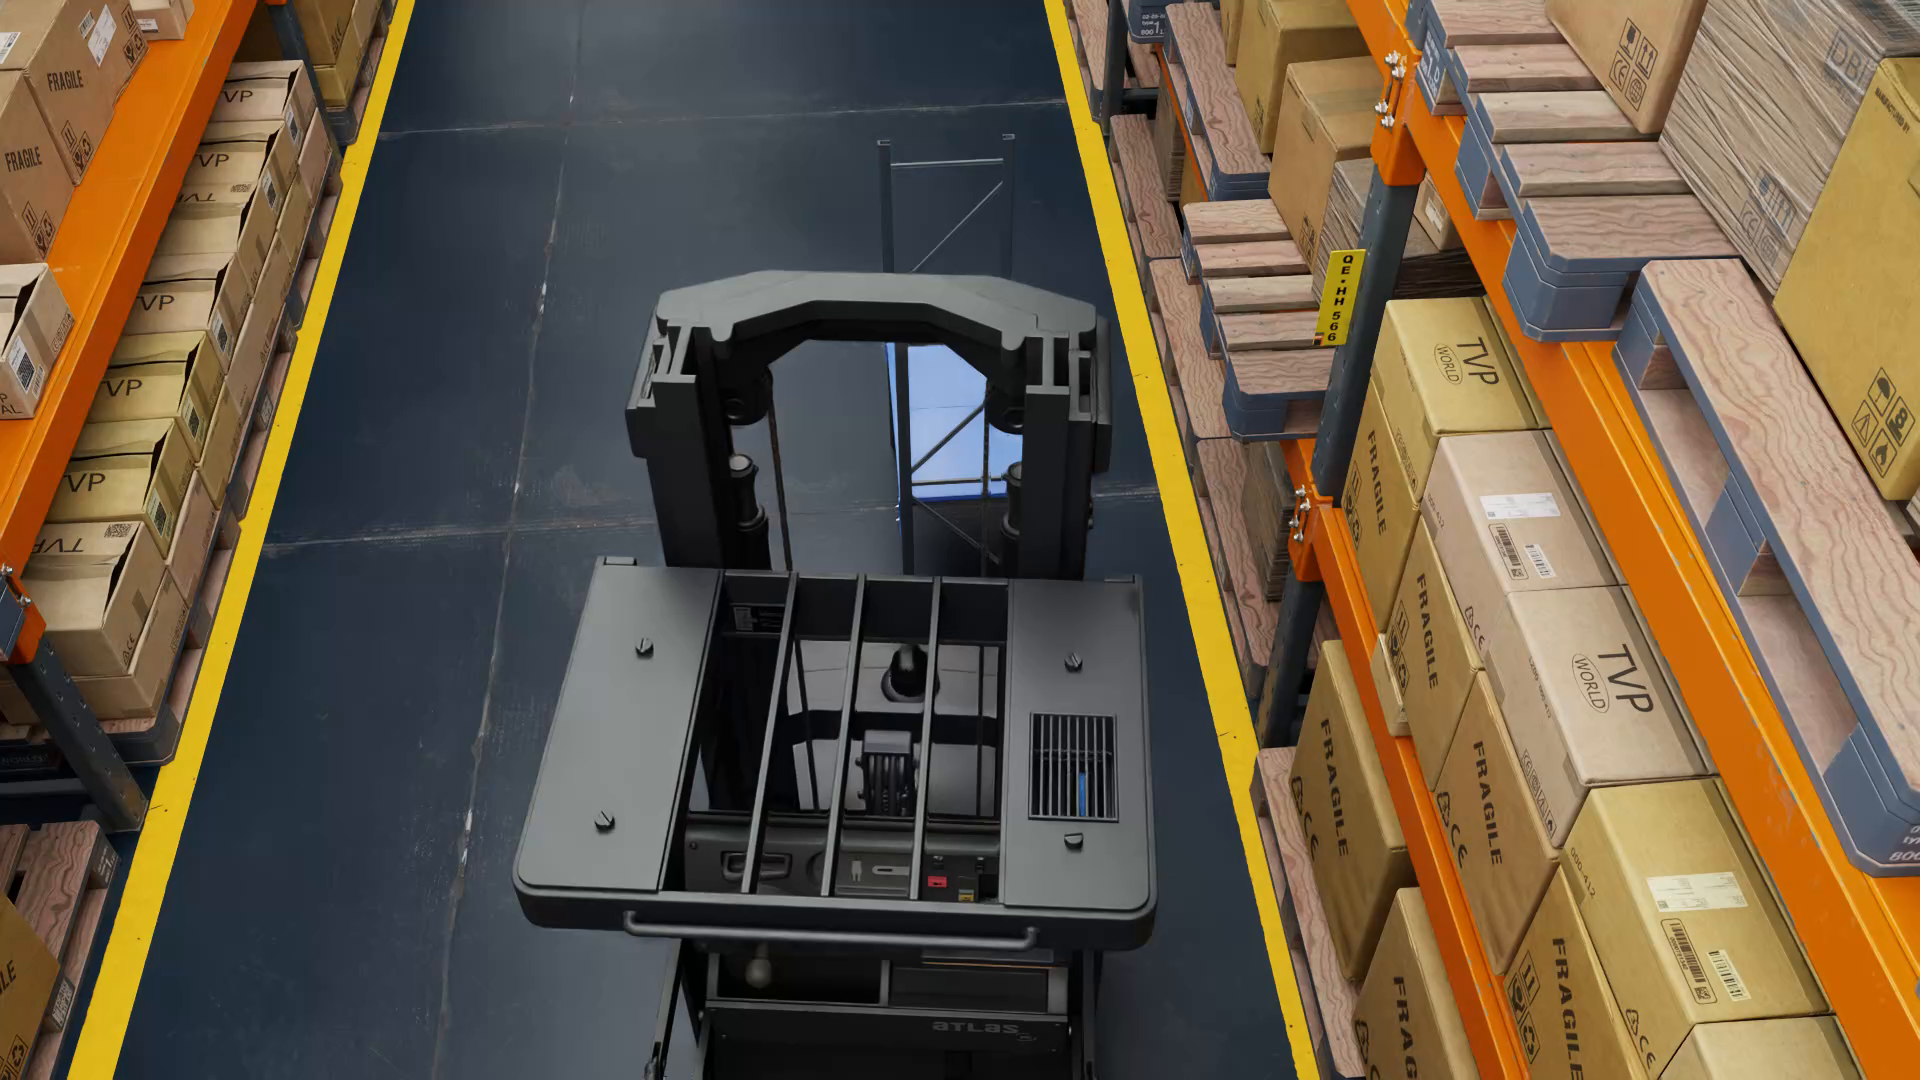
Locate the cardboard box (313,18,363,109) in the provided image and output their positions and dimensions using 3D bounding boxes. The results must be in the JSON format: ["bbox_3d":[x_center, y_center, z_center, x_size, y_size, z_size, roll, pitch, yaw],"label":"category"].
[{"bbox_3d":[-3.424,-2.474,8.632,0.500,0.250,0.500,-3,47,-3],"label":"cardboard box"}]

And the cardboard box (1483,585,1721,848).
[{"bbox_3d":[1.456,0.362,3.538,0.500,0.250,0.500,-3,47,-3],"label":"cardboard box"}]

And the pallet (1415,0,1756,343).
[{"bbox_3d":[1.690,-0.835,3.539,1.213,0.211,1.003,-2,47,-1],"label":"pallet"}]

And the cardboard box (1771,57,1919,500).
[{"bbox_3d":[1.811,-0.420,2.644,0.700,0.500,0.500,-1,47,-1],"label":"cardboard box"}]

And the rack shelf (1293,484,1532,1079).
[{"bbox_3d":[1.751,1.363,3.889,1.077,0.370,4.000,-3,47,-3],"label":"rack shelf"}]

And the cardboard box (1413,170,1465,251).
[{"bbox_3d":[1.525,-0.988,4.801,0.380,0.149,0.250,-9,47,-8],"label":"cardboard box"}]

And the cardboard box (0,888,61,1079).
[{"bbox_3d":[-3.040,1.343,4.831,0.500,0.500,0.500,-2,47,-2],"label":"cardboard box"}]

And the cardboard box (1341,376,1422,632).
[{"bbox_3d":[1.369,-0.108,4.499,0.500,0.500,0.500,-2,47,-2],"label":"cardboard box"}]

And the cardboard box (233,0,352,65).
[{"bbox_3d":[-3.414,-2.733,8.360,0.500,0.500,0.500,-3,47,-3],"label":"cardboard box"}]

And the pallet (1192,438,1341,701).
[{"bbox_3d":[1.519,0.062,6.546,1.003,0.211,1.213,-3,47,-3],"label":"pallet"}]

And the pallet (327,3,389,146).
[{"bbox_3d":[-3.712,-2.541,9.011,1.003,0.211,1.213,-3,47,-3],"label":"pallet"}]

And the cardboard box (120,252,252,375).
[{"bbox_3d":[-3.240,-0.937,6.790,0.500,0.311,0.500,-4,47,-4],"label":"cardboard box"}]

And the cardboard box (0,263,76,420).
[{"bbox_3d":[-3.234,-0.656,5.367,0.500,0.311,0.500,-4,47,-4],"label":"cardboard box"}]

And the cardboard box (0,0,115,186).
[{"bbox_3d":[-3.553,-1.656,6.183,0.500,0.500,0.500,-3,47,-3],"label":"cardboard box"}]

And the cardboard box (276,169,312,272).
[{"bbox_3d":[-3.323,-1.472,7.683,0.500,0.250,0.500,-4,47,-4],"label":"cardboard box"}]

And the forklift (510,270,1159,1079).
[{"bbox_3d":[-0.194,0.977,3.806,1.130,2.935,3.031,2,47,2],"label":"forklift"}]

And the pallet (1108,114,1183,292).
[{"bbox_3d":[1.315,-1.703,8.218,1.003,0.211,1.213,-3,47,-3],"label":"pallet"}]

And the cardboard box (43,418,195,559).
[{"bbox_3d":[-3.156,-0.196,6.088,0.500,0.311,0.500,-5,47,-4],"label":"cardboard box"}]

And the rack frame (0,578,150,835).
[{"bbox_3d":[-3.353,-0.028,4.710,1.000,3.000,0.127,-3,47,-3],"label":"rack frame"}]

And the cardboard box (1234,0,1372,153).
[{"bbox_3d":[1.408,-1.757,5.976,0.700,0.500,0.500,-3,47,-3],"label":"cardboard box"}]

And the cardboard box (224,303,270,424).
[{"bbox_3d":[-3.239,-0.734,6.983,0.500,0.250,0.500,-3,47,-2],"label":"cardboard box"}]

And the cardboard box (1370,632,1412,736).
[{"bbox_3d":[1.330,0.381,4.483,0.380,0.149,0.250,-2,47,-2],"label":"cardboard box"}]

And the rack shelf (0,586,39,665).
[{"bbox_3d":[-3.185,1.667,3.601,1.077,0.370,4.000,-3,47,-3],"label":"rack shelf"}]

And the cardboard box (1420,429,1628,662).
[{"bbox_3d":[1.410,0.000,3.880,0.500,0.250,0.500,-4,47,-4],"label":"cardboard box"}]

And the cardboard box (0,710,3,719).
[{"bbox_3d":[-3.640,0.408,5.903,0.500,0.250,0.500,-2,47,-2],"label":"cardboard box"}]

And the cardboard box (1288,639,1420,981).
[{"bbox_3d":[1.514,0.803,5.114,0.750,0.750,0.750,-4,47,-4],"label":"cardboard box"}]

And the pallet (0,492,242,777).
[{"bbox_3d":[-3.383,0.333,6.289,1.003,0.211,1.213,-3,47,-3],"label":"pallet"}]

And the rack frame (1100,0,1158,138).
[{"bbox_3d":[1.249,-3.225,7.739,1.000,3.000,0.127,-3,47,-3],"label":"rack frame"}]

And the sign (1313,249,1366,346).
[{"bbox_3d":[1.043,-0.662,4.569,0.100,0.325,0.005,-3,47,-3],"label":"sign"}]

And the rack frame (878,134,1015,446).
[{"bbox_3d":[-0.050,-0.945,6.612,0.500,1.500,0.032,-3,47,-3],"label":"rack frame"}]

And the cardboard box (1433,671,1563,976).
[{"bbox_3d":[1.444,0.631,3.799,0.500,0.500,0.500,-4,47,-3],"label":"cardboard box"}]

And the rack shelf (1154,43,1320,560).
[{"bbox_3d":[1.416,-1.531,6.630,1.077,0.370,4.000,-3,47,-3],"label":"rack shelf"}]

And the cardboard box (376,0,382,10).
[{"bbox_3d":[-3.498,-3.199,9.318,0.500,0.250,0.500,-3,47,-3],"label":"cardboard box"}]

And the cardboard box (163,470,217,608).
[{"bbox_3d":[-3.147,0.013,6.276,0.500,0.250,0.500,-5,47,-4],"label":"cardboard box"}]

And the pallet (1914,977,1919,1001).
[{"bbox_3d":[1.792,0.937,1.863,0.805,0.209,1.217,-5,47,-5],"label":"pallet"}]

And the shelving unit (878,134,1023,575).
[{"bbox_3d":[-0.007,-0.577,6.264,0.538,1.500,1.048,-3,47,-3],"label":"shelving unit"}]

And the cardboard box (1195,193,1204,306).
[{"bbox_3d":[1.422,-1.243,7.280,0.700,0.500,0.500,-3,47,-3],"label":"cardboard box"}]

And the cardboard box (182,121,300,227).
[{"bbox_3d":[-3.318,-1.662,7.476,0.500,0.311,0.500,-2,47,-2],"label":"cardboard box"}]

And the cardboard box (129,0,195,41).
[{"bbox_3d":[-3.431,-2.250,6.908,0.396,0.266,0.258,-5,47,-4],"label":"cardboard box"}]

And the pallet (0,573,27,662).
[{"bbox_3d":[-3.226,0.525,4.319,1.213,0.211,1.003,-3,47,-3],"label":"pallet"}]

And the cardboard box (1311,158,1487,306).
[{"bbox_3d":[1.534,-0.856,5.123,0.700,0.500,0.500,-8,47,-8],"label":"cardboard box"}]

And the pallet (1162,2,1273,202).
[{"bbox_3d":[1.377,-1.695,6.422,1.003,0.211,1.213,-3,47,-3],"label":"pallet"}]

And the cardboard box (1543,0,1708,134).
[{"bbox_3d":[1.680,-1.208,3.390,0.700,0.500,0.500,-7,47,-6],"label":"cardboard box"}]

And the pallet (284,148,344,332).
[{"bbox_3d":[-3.587,-1.432,7.961,1.003,0.211,1.213,-3,47,-3],"label":"pallet"}]

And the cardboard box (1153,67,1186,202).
[{"bbox_3d":[1.327,-1.986,7.983,0.700,0.500,0.500,-2,47,-2],"label":"cardboard box"}]
